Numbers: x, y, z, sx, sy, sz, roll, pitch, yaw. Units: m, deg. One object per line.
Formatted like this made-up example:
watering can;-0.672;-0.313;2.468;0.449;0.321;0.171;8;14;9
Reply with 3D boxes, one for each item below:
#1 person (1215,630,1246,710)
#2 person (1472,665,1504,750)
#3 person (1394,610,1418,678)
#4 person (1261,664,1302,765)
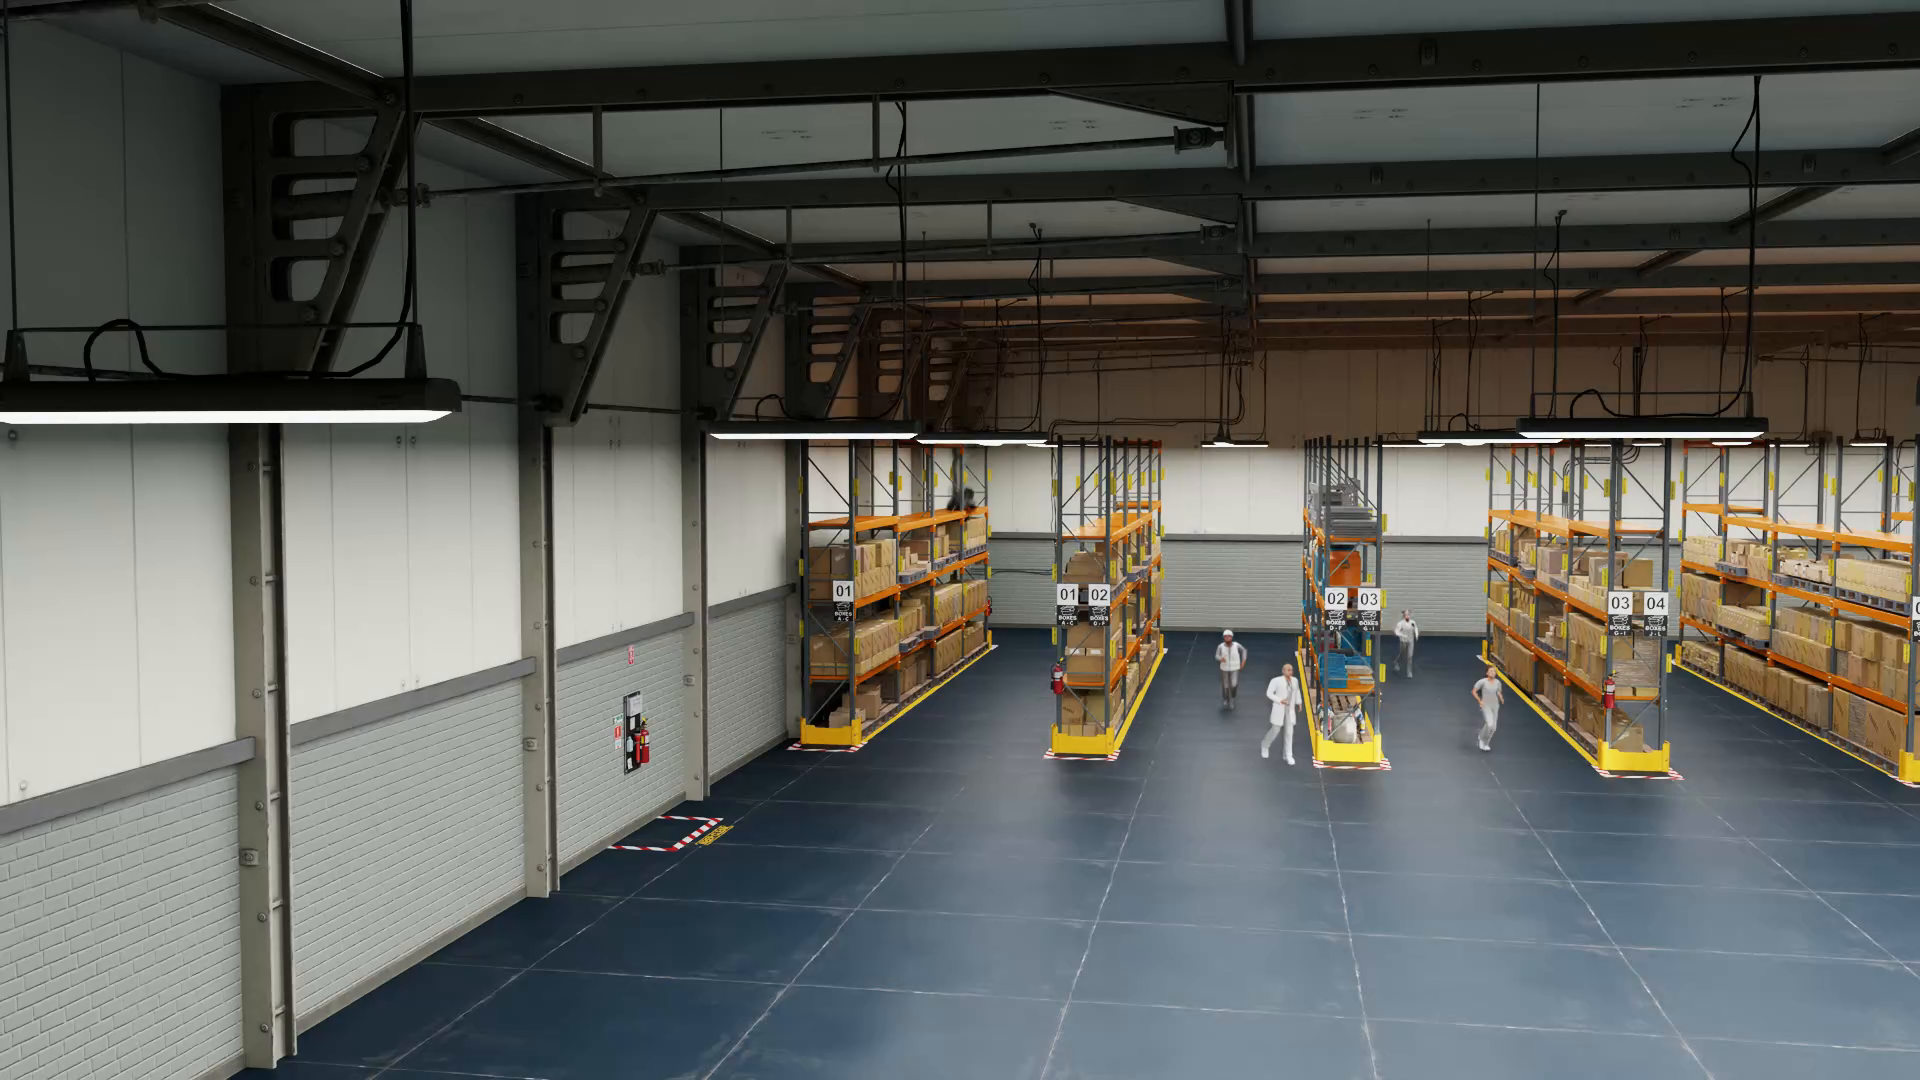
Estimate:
person;5.957;2.853;36.638;0.664;1.753;0.853;1;3;13
person;10.052;3.189;31.522;0.538;1.629;0.586;-1;3;-11
person;11.332;2.601;42.217;0.624;1.707;0.914;0;3;-1
person;5.971;3.168;30.586;0.759;1.788;0.974;-1;3;-17
